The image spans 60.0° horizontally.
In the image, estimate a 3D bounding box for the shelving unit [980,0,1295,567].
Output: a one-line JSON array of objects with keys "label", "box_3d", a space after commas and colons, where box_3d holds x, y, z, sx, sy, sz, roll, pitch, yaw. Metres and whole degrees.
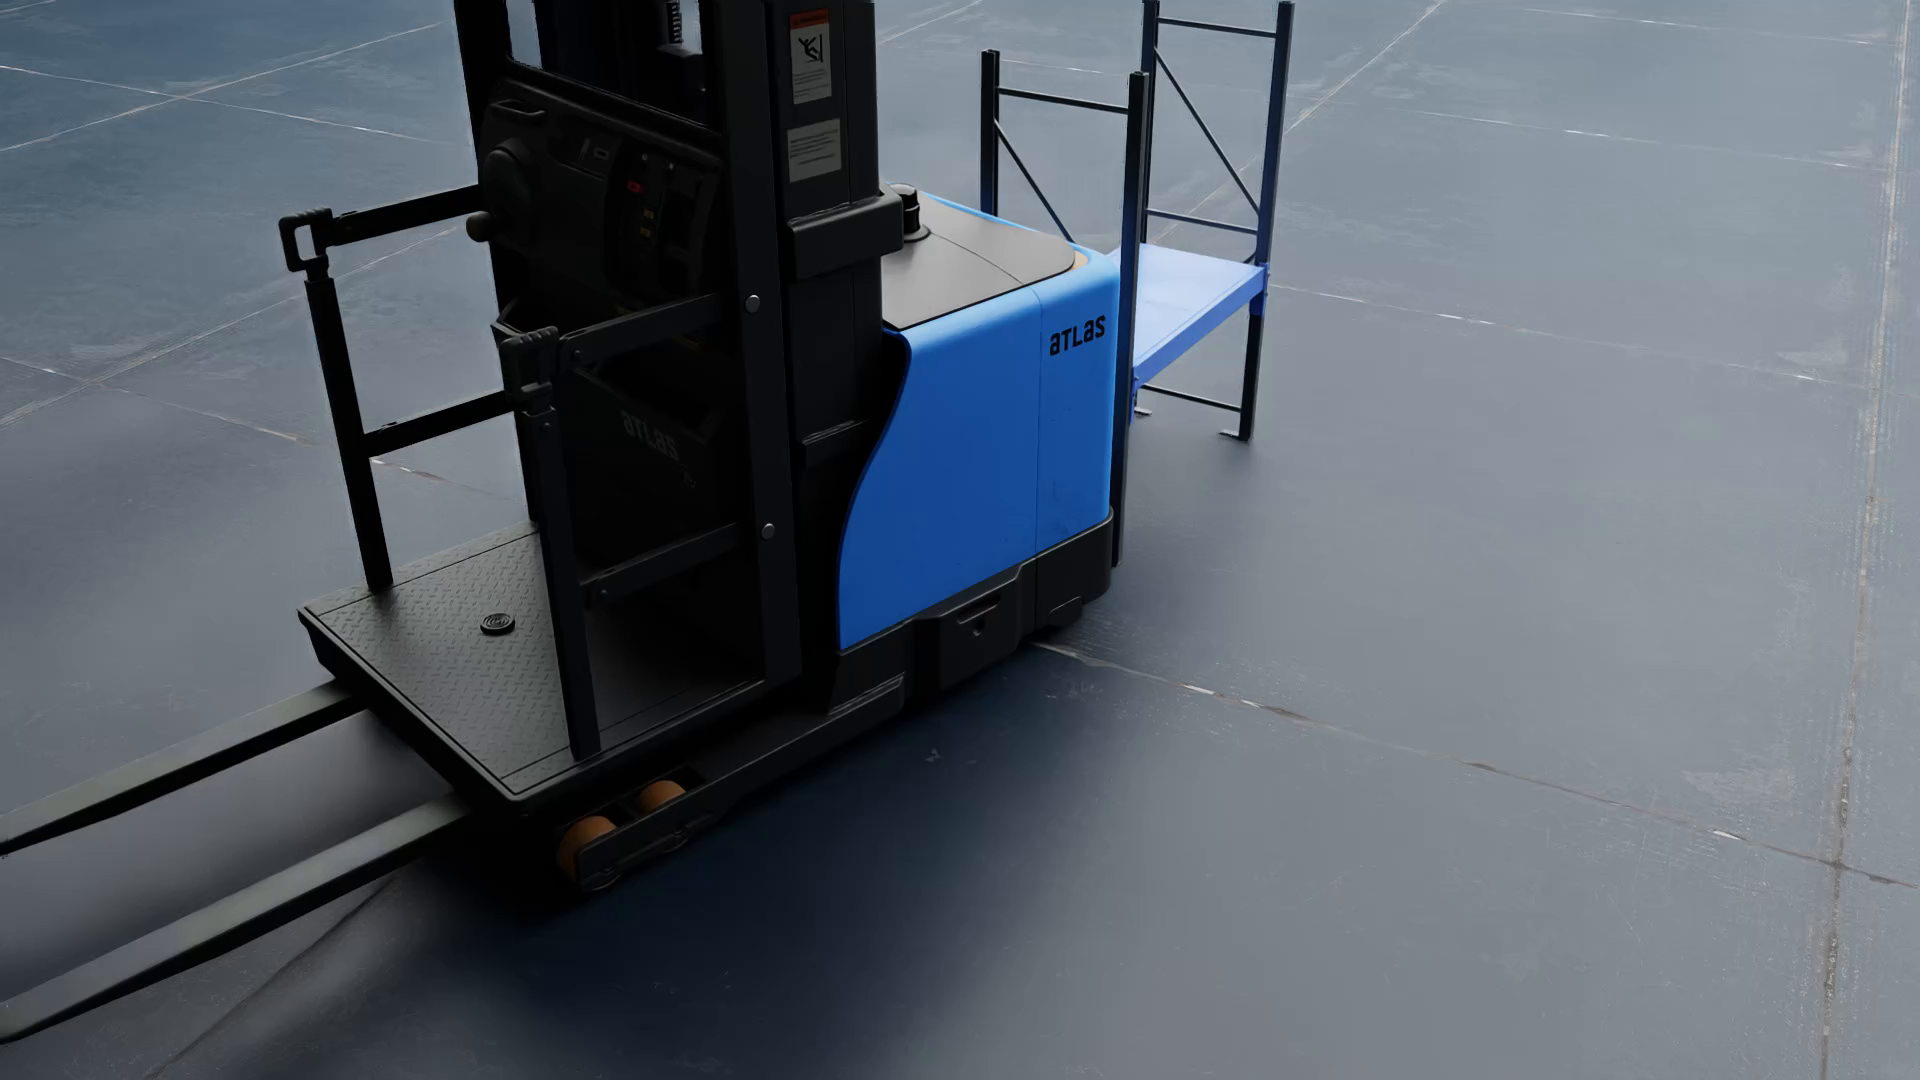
[{"label": "shelving unit", "box_3d": [0.547, -0.854, 5.232, 0.538, 1.500, 1.048, 17, 34, 27]}]

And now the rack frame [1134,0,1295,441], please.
[{"label": "rack frame", "box_3d": [0.814, -1.070, 5.607, 0.500, 1.500, 0.032, 17, 34, 27]}]

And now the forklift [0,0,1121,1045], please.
[{"label": "forklift", "box_3d": [-0.978, -0.756, 3.623, 3.031, 2.935, 1.130, -25, 38, -36]}]

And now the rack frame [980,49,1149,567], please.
[{"label": "rack frame", "box_3d": [0.279, -0.639, 4.857, 0.500, 1.500, 0.032, 17, 34, 27]}]

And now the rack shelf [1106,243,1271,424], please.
[{"label": "rack shelf", "box_3d": [0.547, -0.698, 5.321, 0.538, 0.185, 1.000, 17, 34, 27]}]
